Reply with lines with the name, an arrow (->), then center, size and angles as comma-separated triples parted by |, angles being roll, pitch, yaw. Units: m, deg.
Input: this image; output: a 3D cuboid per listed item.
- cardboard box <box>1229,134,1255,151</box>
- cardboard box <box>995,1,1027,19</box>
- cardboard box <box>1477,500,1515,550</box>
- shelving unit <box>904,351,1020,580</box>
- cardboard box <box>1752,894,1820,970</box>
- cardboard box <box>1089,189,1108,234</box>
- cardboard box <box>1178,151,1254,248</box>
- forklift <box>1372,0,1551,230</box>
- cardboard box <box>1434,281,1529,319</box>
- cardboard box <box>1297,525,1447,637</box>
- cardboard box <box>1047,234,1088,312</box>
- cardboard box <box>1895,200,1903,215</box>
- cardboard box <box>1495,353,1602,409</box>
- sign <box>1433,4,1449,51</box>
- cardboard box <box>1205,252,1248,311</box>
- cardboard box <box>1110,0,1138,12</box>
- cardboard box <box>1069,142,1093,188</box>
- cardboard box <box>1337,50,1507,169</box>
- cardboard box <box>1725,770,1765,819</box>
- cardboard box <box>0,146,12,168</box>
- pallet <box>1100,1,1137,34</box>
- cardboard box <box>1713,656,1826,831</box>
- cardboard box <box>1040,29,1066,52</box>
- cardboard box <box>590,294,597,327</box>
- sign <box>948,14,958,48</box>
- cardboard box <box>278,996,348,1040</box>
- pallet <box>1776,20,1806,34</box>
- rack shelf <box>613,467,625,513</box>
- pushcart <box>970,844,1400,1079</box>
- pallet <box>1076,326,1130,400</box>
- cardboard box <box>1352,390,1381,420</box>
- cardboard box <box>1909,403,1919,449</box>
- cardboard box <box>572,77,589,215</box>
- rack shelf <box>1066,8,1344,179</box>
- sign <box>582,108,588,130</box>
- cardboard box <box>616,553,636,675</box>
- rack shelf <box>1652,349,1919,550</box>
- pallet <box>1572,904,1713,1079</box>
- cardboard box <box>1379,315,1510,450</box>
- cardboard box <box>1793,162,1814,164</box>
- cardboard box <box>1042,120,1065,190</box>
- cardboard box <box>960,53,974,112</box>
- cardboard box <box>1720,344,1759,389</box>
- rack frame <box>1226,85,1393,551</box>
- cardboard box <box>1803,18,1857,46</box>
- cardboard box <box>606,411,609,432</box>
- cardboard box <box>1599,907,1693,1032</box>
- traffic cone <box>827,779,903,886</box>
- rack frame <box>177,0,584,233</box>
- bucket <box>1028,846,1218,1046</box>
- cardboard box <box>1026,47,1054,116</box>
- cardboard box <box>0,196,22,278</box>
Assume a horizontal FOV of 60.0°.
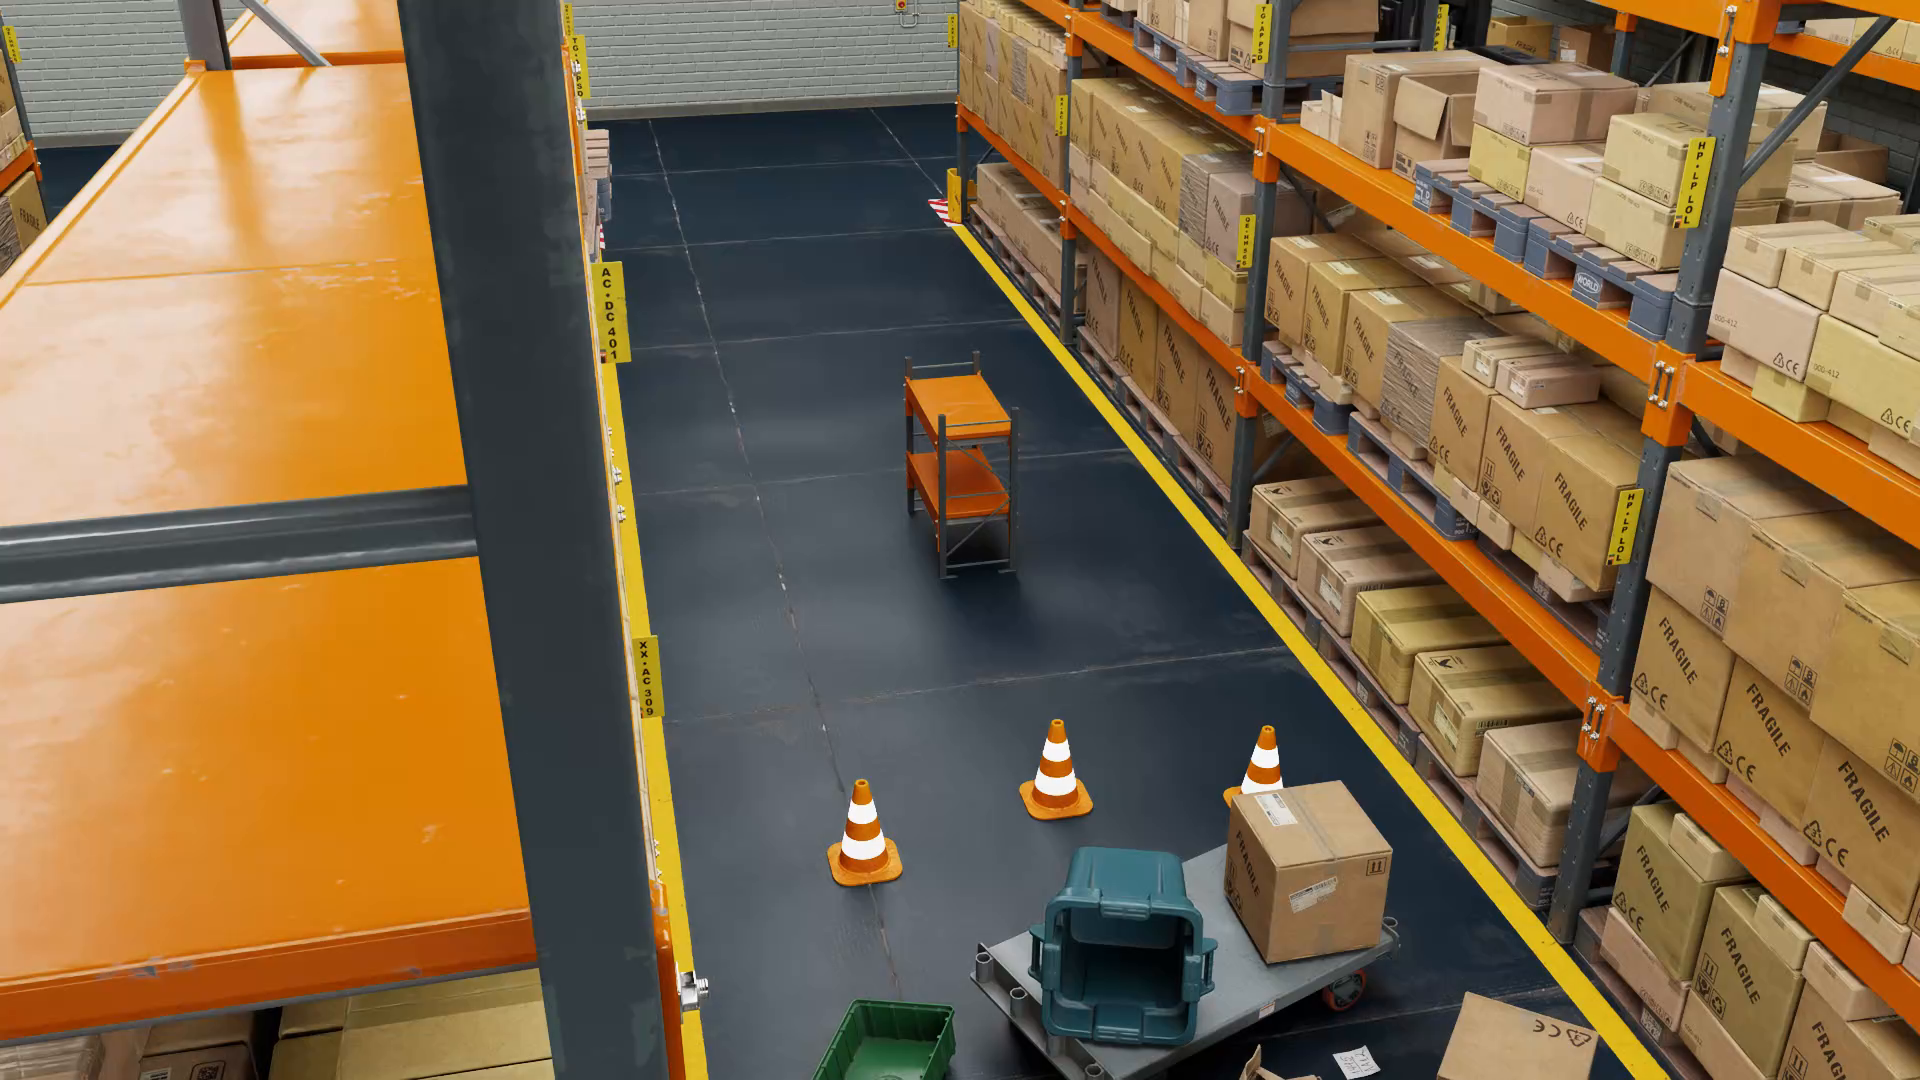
cardboard box -> 2.174, -2.524, 11.547 | 0.500, 0.500, 0.500 | -5, 27, -10
cardboard box -> 0.540, -4.997, 15.728 | 0.380, 0.149, 0.250 | -6, 27, -11
cardboard box -> 2.651, -0.090, 7.759 | 0.380, 0.149, 0.250 | -6, 27, -12
shelving unit -> -0.002, -0.505, 10.849 | 0.538, 1.125, 1.048 | -6, 27, -12
cardboard box -> 3.129, 1.399, 6.030 | 0.380, 0.149, 0.250 | -5, 27, -10
cardboard box -> 1.329, -2.588, 13.061 | 0.500, 0.250, 0.500 | -7, 28, -13
cardboard box -> 1.775, -2.262, 11.028 | 0.500, 0.500, 0.500 | -5, 27, -11
forklift -> 3.973, -2.934, 13.657 | 1.130, 2.935, 3.031 | -6, 27, -12
cardboard box -> 2.885, -1.092, 9.024 | 0.500, 0.500, 0.500 | -8, 28, -15
cardboard box -> 2.562, 0.212, 9.798 | 0.950, 0.372, 0.625 | -6, 27, -13
cardboard box -> 1.332, -2.432, 14.964 | 0.875, 0.438, 0.875 | -6, 27, -12
cardboard box -> 6.552, -2.402, 12.228 | 0.500, 0.250, 0.500 | -7, 28, -14
cardboard box -> 2.679, -0.725, 7.578 | 0.380, 0.149, 0.250 | -7, 28, -13
sign -> 2.799, -2.970, 9.749 | 0.100, 0.325, 0.005 | -6, 27, -12
cardboard box -> 1.913, -1.689, 10.726 | 0.500, 0.250, 0.500 | -6, 27, -12
cardboard box -> 1.313, -3.933, 12.024 | 0.380, 0.166, 0.250 | -8, 28, -15
cardboard box -> 1.193, -3.036, 13.395 | 0.500, 0.250, 0.500 | -7, 28, -13
cardboard box -> 2.474, -2.313, 8.909 | 0.700, 0.500, 0.500 | -6, 27, -12
cardboard box -> 3.127, 0.912, 6.239 | 0.380, 0.149, 0.250 | -6, 27, -12
cardboard box -> -8.671, -3.392, 14.766 | 0.380, 0.149, 0.250 | -6, 27, -11
pallet -> 1.623, -3.958, 12.493 | 0.805, 0.209, 1.217 | -7, 28, -14
cardboard box -> 3.135, 0.672, 5.995 | 0.500, 0.500, 0.500 | -6, 27, -12
cardboard box -> 0.914, -4.332, 14.410 | 0.380, 0.149, 0.250 | -6, 27, -12
cardboard box -> -1.123, -0.509, 4.263 | 0.380, 0.149, 0.250 | -6, 27, -12
sign -> -0.075, -5.226, 17.073 | 0.100, 0.325, 0.005 | -6, 27, -12
cardboard box -> -0.701, 0.615, 2.479 | 0.500, 0.250, 0.500 | -6, 27, -12
pallet -> 6.519, -4.114, 12.799 | 1.213, 0.211, 1.003 | -6, 27, -12
rack shelf -> -2.079, -0.939, 7.097 | 1.077, 0.370, 4.000 | -6, 27, -12
pushcart -> 0.961, 1.834, 7.044 | 1.648, 0.377, 0.936 | -16, 31, -29
pallet -> 1.616, -1.526, 13.886 | 1.003, 0.211, 1.213 | -6, 27, -12
cardboard box -> 2.382, -0.787, 9.139 | 0.380, 0.149, 0.250 | -4, 27, -9
cardboard box -> 3.229, -0.327, 4.923 | 0.500, 0.250, 0.500 | -6, 27, -11
cardboard box -> -1.865, -1.680, 7.079 | 0.500, 0.500, 0.500 | -6, 27, -12
rack shelf -> 1.819, -3.242, 11.660 | 1.077, 0.370, 4.000 | -6, 27, -12
sign -> -2.891, -3.130, 12.683 | 0.100, 0.325, 0.005 | -6, 27, -12
cardboard box -> -0.778, 0.161, 2.936 | 0.380, 0.149, 0.250 | -6, 27, -12
rack shelf -> 3.622, 0.270, 4.702 | 1.077, 0.370, 4.000 | -6, 27, -12
pallet -> 3.357, 1.946, 7.006 | 1.003, 0.211, 1.213 | -6, 27, -12
cardboard box -> 2.502, -0.809, 8.463 | 0.500, 0.500, 0.500 | -7, 28, -14
cardboard box -> 3.315, -1.569, 7.248 | 0.500, 0.250, 0.500 | -6, 27, -12
cardboard box -> 1.015, -3.324, 14.243 | 0.500, 0.500, 0.500 | -6, 27, -11
cardboard box -> 0.296, -4.663, 16.895 | 0.500, 0.500, 0.500 | -6, 27, -12
cardboard box -> 3.001, -0.653, 6.012 | 0.380, 0.149, 0.250 | -6, 27, -12
rack frame -> 2.270, -1.346, 10.434 | 1.000, 3.000, 0.127 | -6, 27, -12
cardboard box -> 6.526, -3.765, 12.064 | 0.500, 0.250, 0.500 | -6, 27, -12
cardboard box -> -1.178, -0.264, 4.663 | 0.380, 0.149, 0.250 | -6, 27, -11
cardboard box -> 3.041, 1.736, 6.913 | 0.500, 0.250, 0.500 | -7, 28, -14
traffic cone -> -0.460, 1.347, 7.913 | 0.336, 0.463, 0.334 | -6, 27, -12
rack frame -> -1.628, -1.721, 4.520 | 1.000, 3.000, 0.127 | -6, 27, -12
bucket -> 0.648, 1.565, 6.612 | 0.726, 0.611, 0.620 | 3, 17, 6
cardboard box -> 0.887, -3.996, 14.463 | 0.500, 0.500, 0.500 | -6, 27, -12
cardboard box -> -8.761, -2.418, 14.451 | 0.875, 0.875, 0.875 | -6, 27, -12
